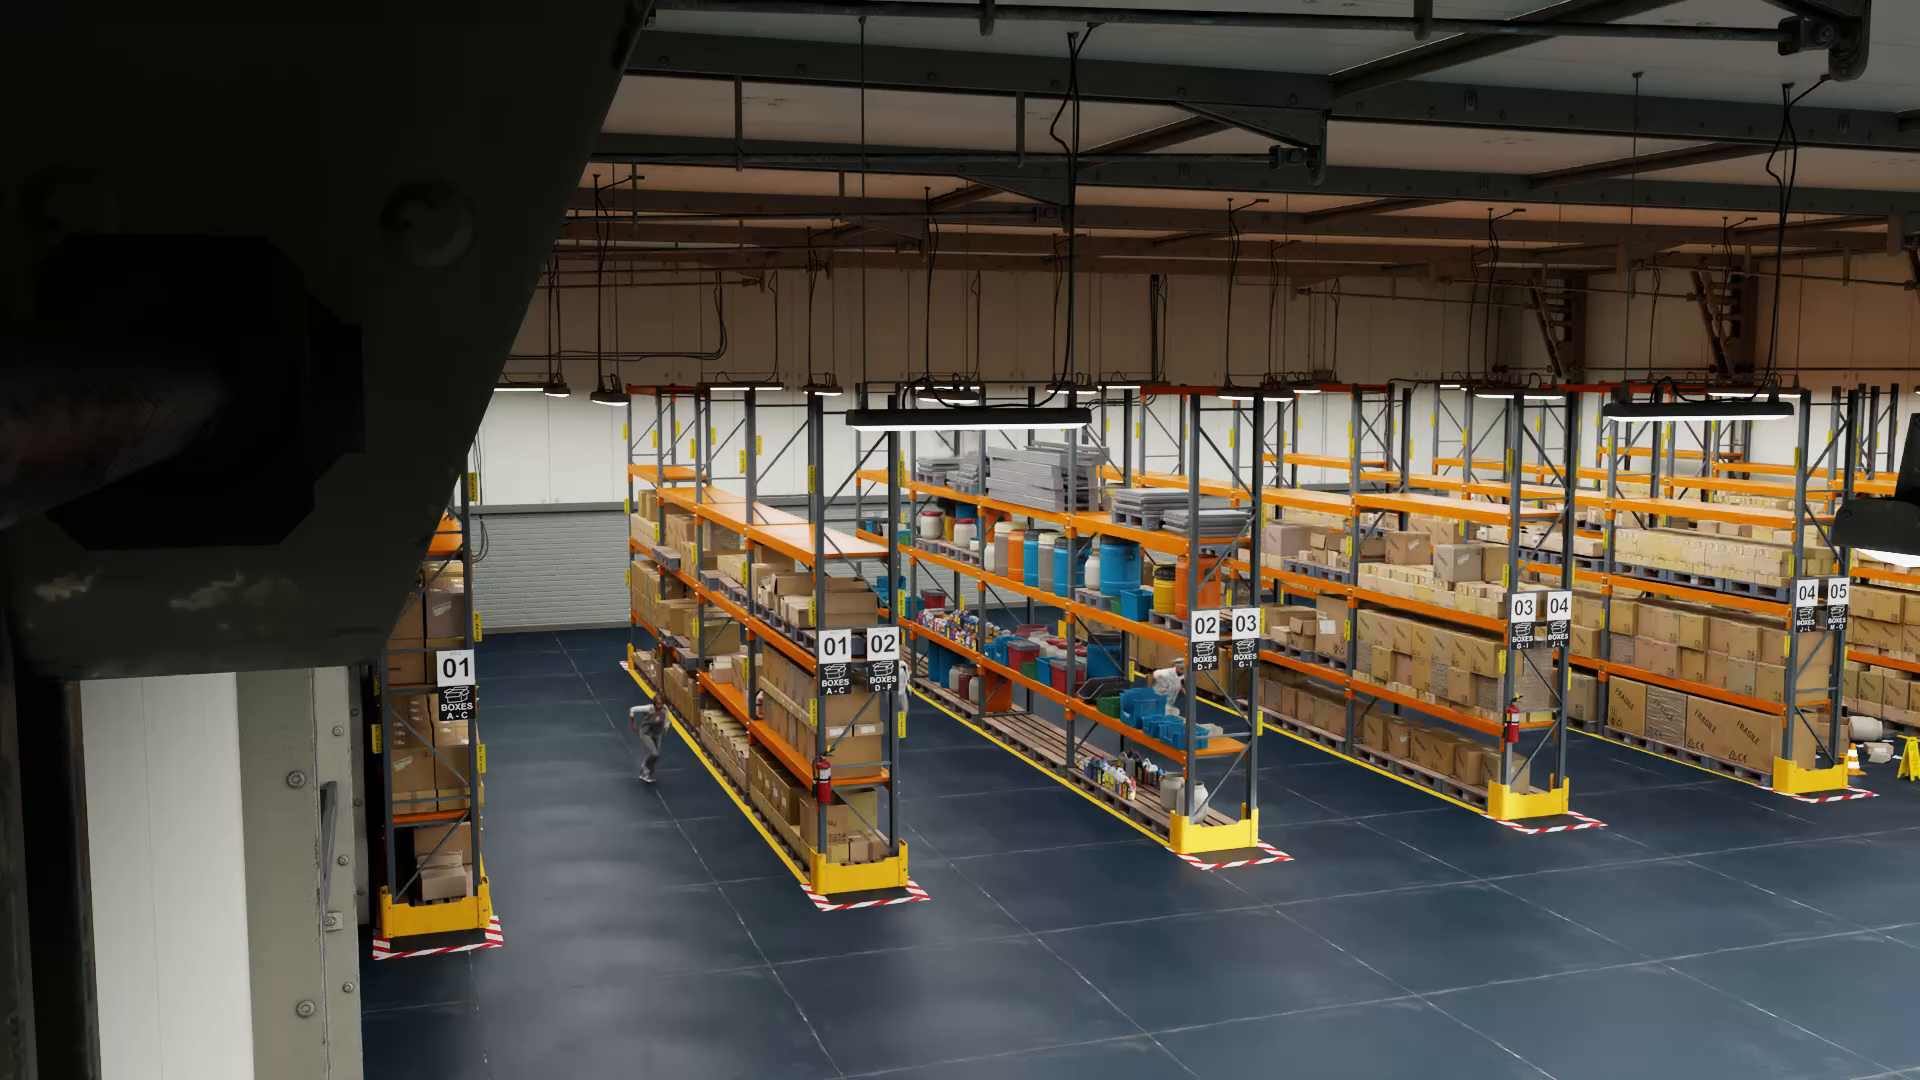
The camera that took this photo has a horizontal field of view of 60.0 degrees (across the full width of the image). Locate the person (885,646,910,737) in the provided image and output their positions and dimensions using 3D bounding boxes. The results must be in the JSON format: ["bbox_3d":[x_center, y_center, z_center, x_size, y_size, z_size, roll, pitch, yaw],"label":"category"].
[{"bbox_3d":[-1.074,2.598,28.241,0.592,1.641,0.547,-3,7,-25],"label":"person"}]

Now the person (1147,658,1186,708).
[{"bbox_3d":[3.423,2.710,27.559,0.695,1.573,0.891,-5,8,-42],"label":"person"}]

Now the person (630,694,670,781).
[{"bbox_3d":[-4.702,3.015,25.234,0.566,1.432,0.820,-4,7,-35],"label":"person"}]

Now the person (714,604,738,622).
[{"bbox_3d":[-4.991,1.767,35.959,0.677,1.746,0.915,-4,7,-36],"label":"person"}]
